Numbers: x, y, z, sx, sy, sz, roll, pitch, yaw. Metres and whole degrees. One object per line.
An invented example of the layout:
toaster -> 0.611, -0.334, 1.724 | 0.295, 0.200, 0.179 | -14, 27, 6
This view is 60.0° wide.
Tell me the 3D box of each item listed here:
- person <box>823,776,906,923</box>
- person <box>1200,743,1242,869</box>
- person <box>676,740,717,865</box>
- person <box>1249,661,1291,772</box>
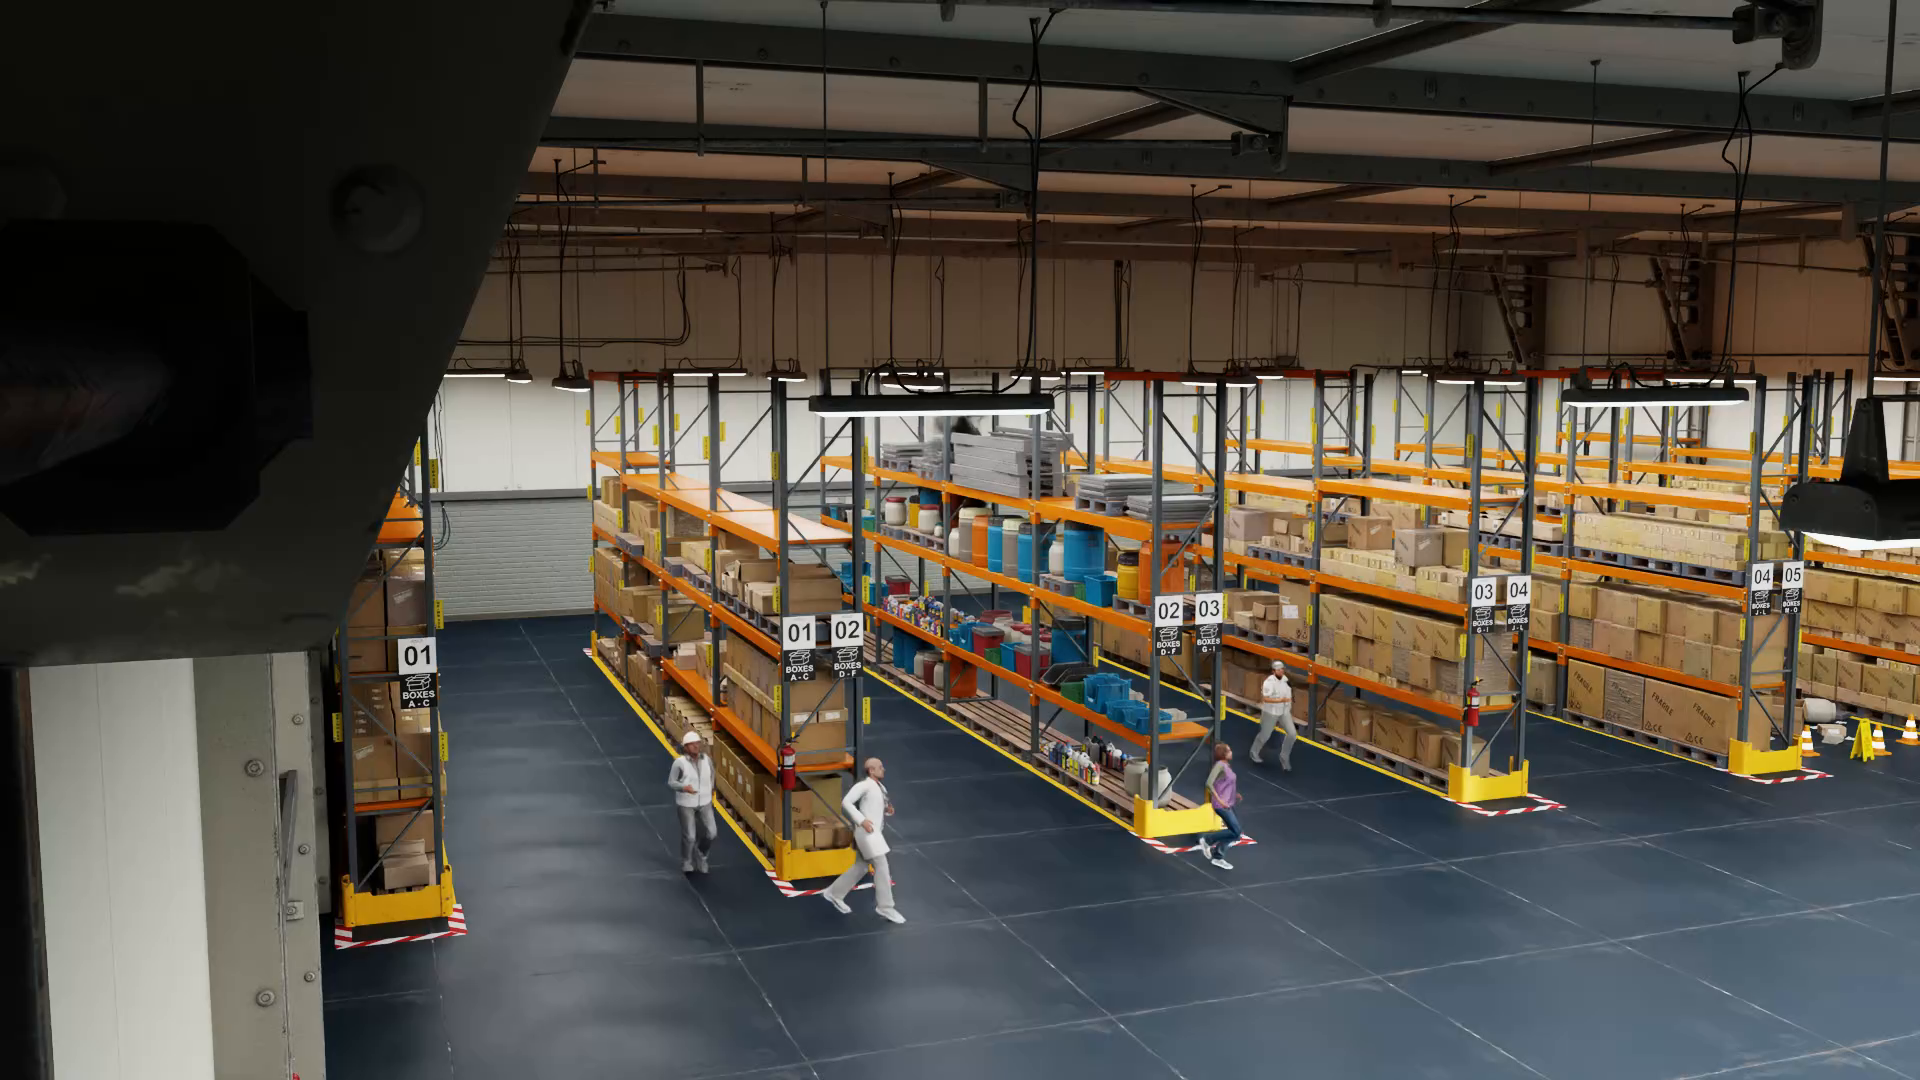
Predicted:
person -> -1.055, 3.462, 18.869 | 0.973, 1.599, 0.708 | 1, 6, 8
person -> 3.243, 3.291, 20.565 | 0.502, 1.545, 0.544 | 2, 7, 18
person -> -3.184, 3.188, 20.185 | 0.529, 1.629, 0.613 | -4, 7, -30
person -> 4.834, 2.676, 25.469 | 0.608, 1.704, 0.868 | -3, 7, -25
